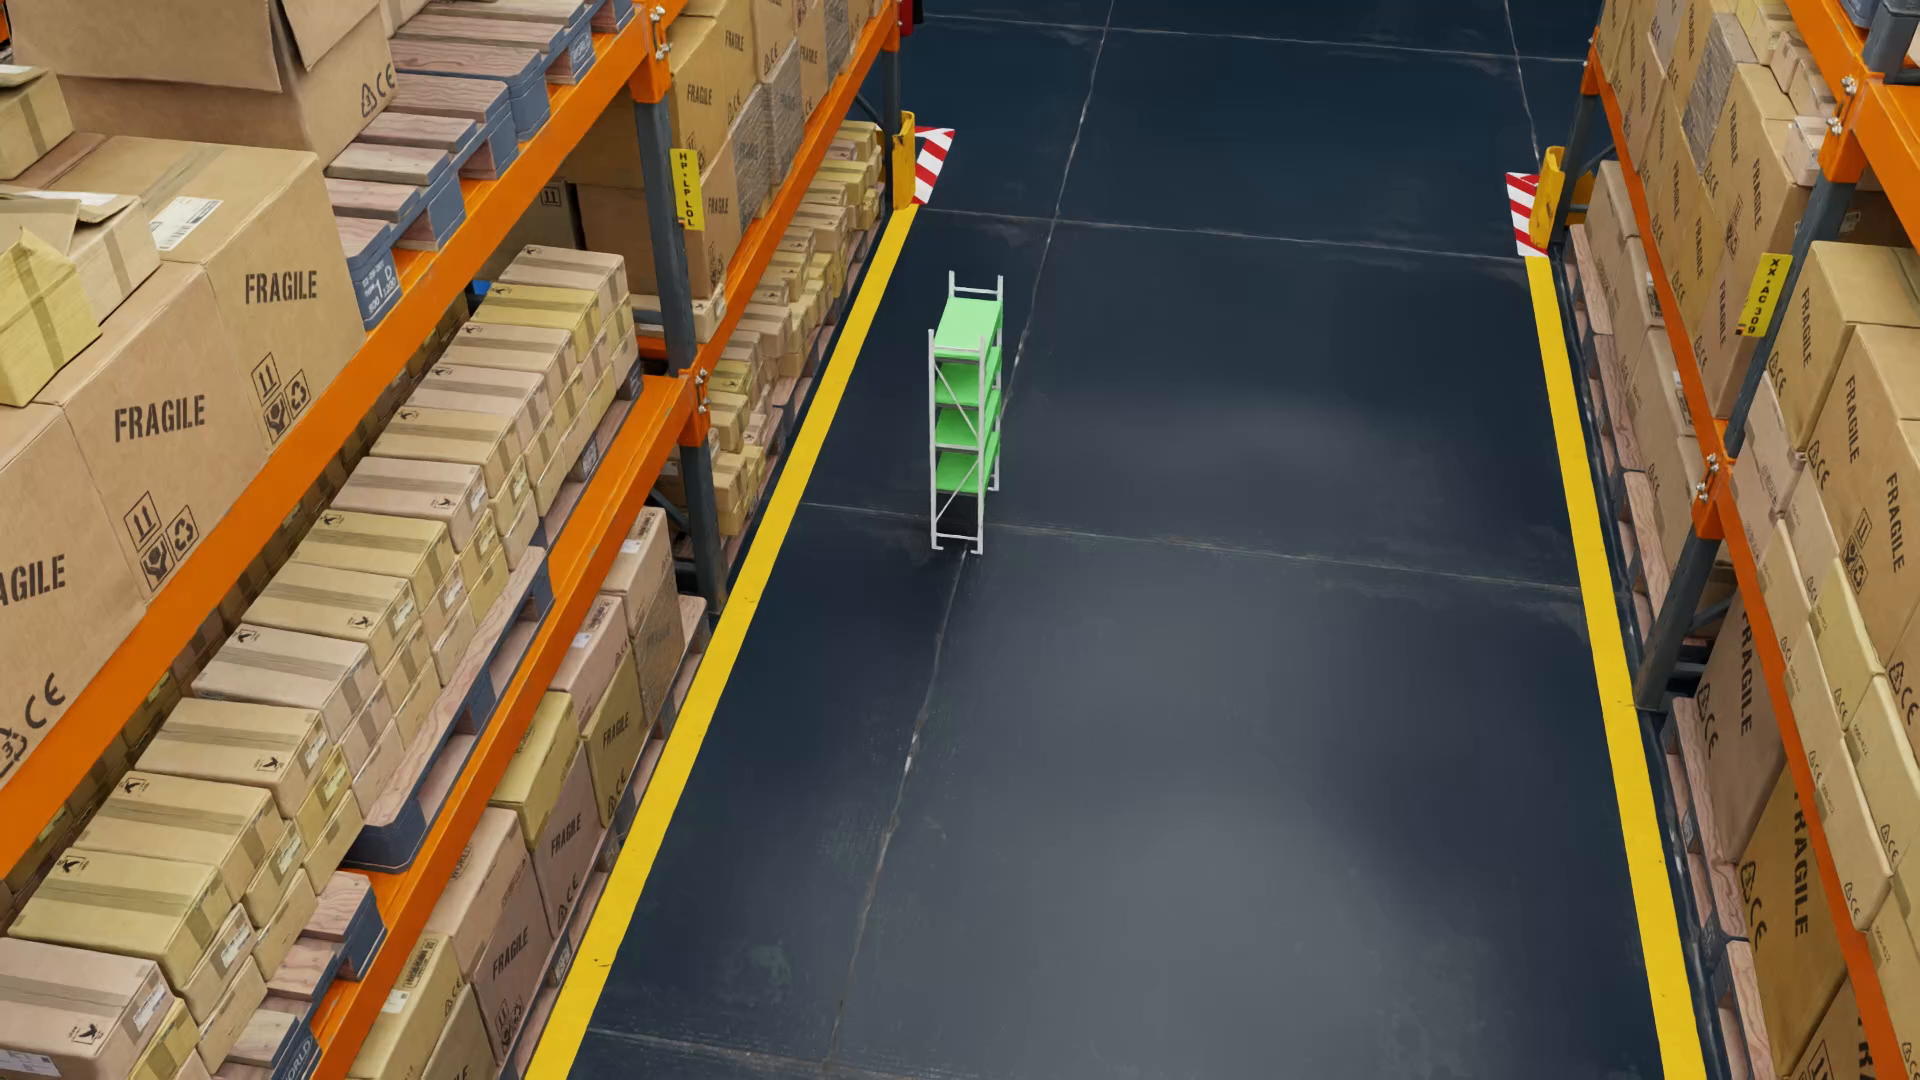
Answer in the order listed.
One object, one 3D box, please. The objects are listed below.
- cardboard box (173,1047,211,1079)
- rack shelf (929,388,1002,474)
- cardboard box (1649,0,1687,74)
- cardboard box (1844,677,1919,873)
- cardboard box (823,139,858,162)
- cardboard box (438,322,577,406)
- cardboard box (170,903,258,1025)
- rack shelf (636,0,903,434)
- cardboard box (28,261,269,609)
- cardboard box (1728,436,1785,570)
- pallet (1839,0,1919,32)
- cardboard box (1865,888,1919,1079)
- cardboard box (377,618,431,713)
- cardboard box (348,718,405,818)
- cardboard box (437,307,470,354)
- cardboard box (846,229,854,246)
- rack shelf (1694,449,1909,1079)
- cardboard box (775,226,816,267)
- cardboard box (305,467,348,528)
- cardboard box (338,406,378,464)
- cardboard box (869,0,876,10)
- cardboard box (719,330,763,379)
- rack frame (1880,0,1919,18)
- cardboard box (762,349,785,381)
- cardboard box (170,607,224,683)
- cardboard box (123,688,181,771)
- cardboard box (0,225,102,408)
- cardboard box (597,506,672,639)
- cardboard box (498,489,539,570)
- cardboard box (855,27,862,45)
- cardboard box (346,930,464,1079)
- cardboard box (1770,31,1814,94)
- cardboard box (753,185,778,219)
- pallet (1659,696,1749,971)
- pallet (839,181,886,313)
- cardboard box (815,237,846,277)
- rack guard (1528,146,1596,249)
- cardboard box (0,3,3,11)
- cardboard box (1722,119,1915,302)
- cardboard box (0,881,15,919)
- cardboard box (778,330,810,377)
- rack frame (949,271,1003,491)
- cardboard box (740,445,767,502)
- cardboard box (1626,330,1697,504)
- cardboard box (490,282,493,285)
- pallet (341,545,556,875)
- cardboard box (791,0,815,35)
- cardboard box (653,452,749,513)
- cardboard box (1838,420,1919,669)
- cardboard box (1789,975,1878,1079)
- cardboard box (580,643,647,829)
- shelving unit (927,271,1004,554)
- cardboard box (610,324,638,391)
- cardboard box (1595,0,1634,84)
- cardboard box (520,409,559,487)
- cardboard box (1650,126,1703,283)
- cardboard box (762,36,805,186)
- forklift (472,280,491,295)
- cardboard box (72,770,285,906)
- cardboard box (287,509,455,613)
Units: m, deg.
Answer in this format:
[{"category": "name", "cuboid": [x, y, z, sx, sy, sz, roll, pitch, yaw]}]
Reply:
[{"category": "cardboard box", "cuboid": [-1.970, 1.280, 3.812, 0.380, 0.149, 0.250, 6, 40, 7]}, {"category": "rack shelf", "cuboid": [0.029, -0.517, 7.631, 0.258, 0.148, 0.480, 6, 40, 8]}, {"category": "cardboard box", "cuboid": [3.503, -2.440, 7.581, 0.500, 0.500, 0.500, 6, 40, 7]}, {"category": "cardboard box", "cuboid": [2.723, 0.647, 4.435, 0.500, 0.250, 0.500, 5, 40, 6]}, {"category": "cardboard box", "cuboid": [-0.804, -2.198, 9.592, 0.380, 0.149, 0.250, 7, 40, 9]}, {"category": "cardboard box", "cuboid": [-1.524, -0.597, 5.616, 0.380, 0.149, 0.250, 5, 40, 6]}, {"category": "cardboard box", "cuboid": [-1.920, 0.972, 3.951, 0.380, 0.149, 0.250, 8, 40, 10]}, {"category": "rack shelf", "cuboid": [-1.208, -1.885, 8.337, 1.077, 0.370, 4.000, 6, 40, 8]}, {"category": "cardboard box", "cuboid": [-1.806, -0.235, 3.344, 0.500, 0.500, 0.500, 6, 40, 8]}, {"category": "cardboard box", "cuboid": [3.002, -0.120, 5.755, 0.500, 0.250, 0.500, 6, 40, 7]}, {"category": "pallet", "cuboid": [3.490, -2.059, 5.698, 1.003, 0.211, 1.213, 6, 40, 8]}, {"category": "cardboard box", "cuboid": [2.654, 1.161, 4.206, 0.500, 0.250, 0.500, 6, 40, 7]}, {"category": "cardboard box", "cuboid": [-1.744, 0.334, 4.723, 0.380, 0.149, 0.250, 6, 40, 7]}, {"category": "cardboard box", "cuboid": [-1.789, 0.605, 4.628, 0.380, 0.149, 0.250, 8, 40, 9]}, {"category": "cardboard box", "cuboid": [-2.076, -0.775, 6.298, 0.380, 0.149, 0.250, 5, 40, 6]}, {"category": "cardboard box", "cuboid": [-0.823, -1.798, 9.575, 0.380, 0.149, 0.250, 6, 40, 7]}, {"category": "rack shelf", "cuboid": [2.992, 1.108, 4.717, 1.077, 0.370, 4.000, 6, 40, 8]}, {"category": "cardboard box", "cuboid": [-0.978, -1.538, 8.794, 0.380, 0.149, 0.250, 5, 40, 6]}, {"category": "cardboard box", "cuboid": [-2.253, -0.127, 5.514, 0.380, 0.149, 0.250, 5, 40, 6]}, {"category": "cardboard box", "cuboid": [-2.207, -0.402, 5.613, 0.380, 0.149, 0.250, 5, 40, 6]}, {"category": "cardboard box", "cuboid": [-0.686, -3.260, 9.124, 0.500, 0.500, 0.500, 7, 40, 9]}, {"category": "cardboard box", "cuboid": [-1.167, -0.889, 8.009, 0.380, 0.149, 0.250, 5, 40, 7]}, {"category": "rack frame", "cuboid": [3.339, -2.736, 4.094, 1.000, 3.000, 0.127, 6, 40, 8]}, {"category": "cardboard box", "cuboid": [-1.094, -0.941, 8.306, 0.380, 0.149, 0.250, 8, 40, 10]}, {"category": "cardboard box", "cuboid": [-2.388, 0.254, 4.820, 0.380, 0.149, 0.250, 7, 40, 9]}, {"category": "cardboard box", "cuboid": [-2.433, 0.536, 4.712, 0.380, 0.149, 0.250, 5, 40, 6]}, {"category": "cardboard box", "cuboid": [-1.816, -0.433, 2.983, 0.396, 0.266, 0.258, 6, 40, 8]}, {"category": "cardboard box", "cuboid": [-1.434, 0.101, 6.414, 0.500, 0.250, 0.500, 5, 40, 6]}, {"category": "cardboard box", "cuboid": [-1.604, -0.049, 5.420, 0.380, 0.149, 0.250, 5, 40, 6]}, {"category": "cardboard box", "cuboid": [-0.749, -2.774, 9.045, 0.380, 0.149, 0.250, 6, 40, 7]}, {"category": "cardboard box", "cuboid": [-1.801, 1.392, 4.853, 0.500, 0.250, 0.500, 6, 40, 7]}, {"category": "cardboard box", "cuboid": [3.310, -1.796, 6.293, 0.380, 0.149, 0.250, 6, 40, 7]}, {"category": "cardboard box", "cuboid": [-1.056, -1.616, 7.645, 0.380, 0.149, 0.250, 7, 40, 8]}, {"category": "pallet", "cuboid": [3.279, 1.143, 6.299, 1.003, 0.211, 1.213, 6, 40, 8]}, {"category": "pallet", "cuboid": [-1.051, -1.789, 9.845, 1.003, 0.211, 1.213, 6, 40, 8]}, {"category": "cardboard box", "cuboid": [-0.837, -1.579, 9.077, 0.380, 0.149, 0.250, 7, 40, 8]}, {"category": "rack guard", "cuboid": [4.035, -1.986, 9.857, 1.175, 0.500, 0.348, 6, 40, 8]}, {"category": "cardboard box", "cuboid": [-5.642, -3.030, 9.354, 0.380, 0.149, 0.250, 6, 40, 7]}, {"category": "cardboard box", "cuboid": [3.148, -1.175, 6.051, 0.500, 0.500, 0.500, 6, 40, 7]}, {"category": "cardboard box", "cuboid": [-2.565, 0.896, 4.043, 0.380, 0.149, 0.250, 8, 40, 9]}, {"category": "cardboard box", "cuboid": [-0.990, -0.982, 8.588, 0.380, 0.149, 0.250, 5, 40, 6]}, {"category": "rack frame", "cuboid": [0.071, -0.719, 7.775, 0.240, 1.200, 0.015, 6, 40, 8]}, {"category": "cardboard box", "cuboid": [-1.129, -0.330, 7.800, 0.380, 0.149, 0.250, 8, 40, 9]}, {"category": "cardboard box", "cuboid": [3.707, -0.543, 7.831, 0.875, 0.438, 0.875, 5, 40, 6]}, {"category": "cardboard box", "cuboid": [-1.798, -1.189, 7.128, 0.380, 0.149, 0.250, 5, 40, 6]}, {"category": "pallet", "cuboid": [-1.944, 0.431, 5.122, 1.003, 0.211, 1.213, 6, 40, 8]}, {"category": "cardboard box", "cuboid": [-0.954, -2.663, 7.618, 0.500, 0.500, 0.500, 5, 40, 6]}, {"category": "cardboard box", "cuboid": [-1.176, -0.277, 7.502, 0.380, 0.149, 0.250, 8, 40, 10]}, {"category": "cardboard box", "cuboid": [2.829, 0.033, 4.590, 0.500, 0.500, 0.500, 5, 40, 7]}, {"category": "cardboard box", "cuboid": [3.006, 1.759, 4.703, 0.875, 0.875, 0.875, 7, 40, 8]}, {"category": "cardboard box", "cuboid": [-1.523, 0.709, 6.267, 0.500, 0.500, 0.500, 6, 40, 7]}, {"category": "shelving unit", "cuboid": [0.029, -0.566, 7.590, 0.258, 1.200, 0.503, 6, 40, 8]}, {"category": "cardboard box", "cuboid": [-1.428, -0.701, 6.208, 0.380, 0.149, 0.250, 6, 40, 7]}, {"category": "cardboard box", "cuboid": [3.665, -2.704, 8.684, 0.500, 0.500, 0.500, 6, 40, 7]}, {"category": "cardboard box", "cuboid": [-1.562, -0.322, 5.516, 0.380, 0.149, 0.250, 5, 40, 6]}, {"category": "cardboard box", "cuboid": [3.323, -1.423, 7.135, 0.500, 0.500, 0.500, 6, 40, 7]}, {"category": "cardboard box", "cuboid": [-1.019, -1.966, 7.559, 0.500, 0.500, 0.500, 6, 40, 7]}, {"category": "forklift", "cuboid": [-3.235, -2.555, 8.637, 3.031, 2.935, 1.130, 24, 45, 26]}, {"category": "cardboard box", "cuboid": [-1.885, 0.718, 4.025, 0.380, 0.149, 0.250, 6, 40, 7]}, {"category": "cardboard box", "cuboid": [-1.703, 0.059, 4.822, 0.380, 0.149, 0.250, 6, 40, 7]}]
